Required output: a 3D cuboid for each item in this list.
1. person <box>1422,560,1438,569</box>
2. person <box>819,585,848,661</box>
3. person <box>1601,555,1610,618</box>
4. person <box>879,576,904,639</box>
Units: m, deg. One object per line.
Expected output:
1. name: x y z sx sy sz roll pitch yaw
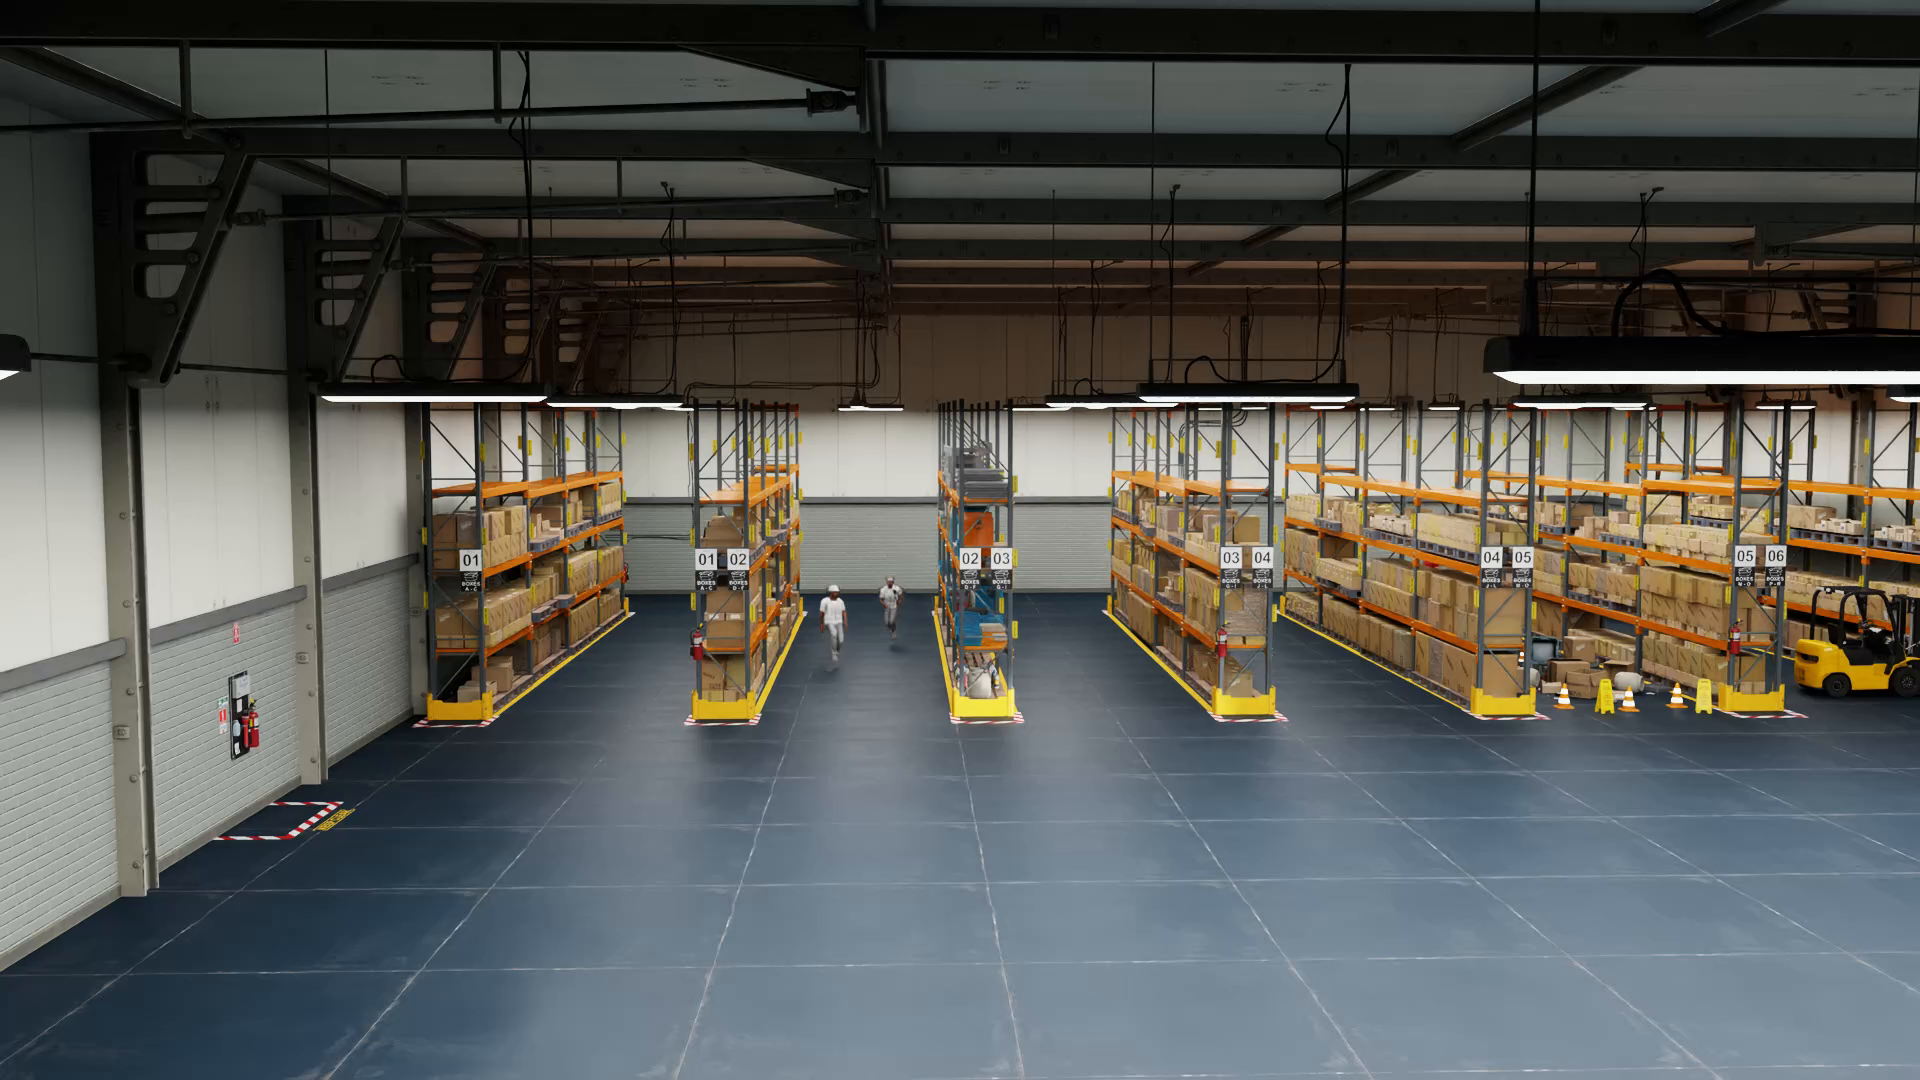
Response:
1. person: 14.131 1.078 49.912 0.953 1.686 0.540 -1 5 -16
2. person: -2.760 1.835 37.170 0.597 1.620 0.753 -2 5 -28
3. person: 17.977 1.316 46.438 0.576 1.794 0.588 -3 6 -39
4. person: -1.691 1.665 41.136 0.571 1.606 0.743 1 4 11
